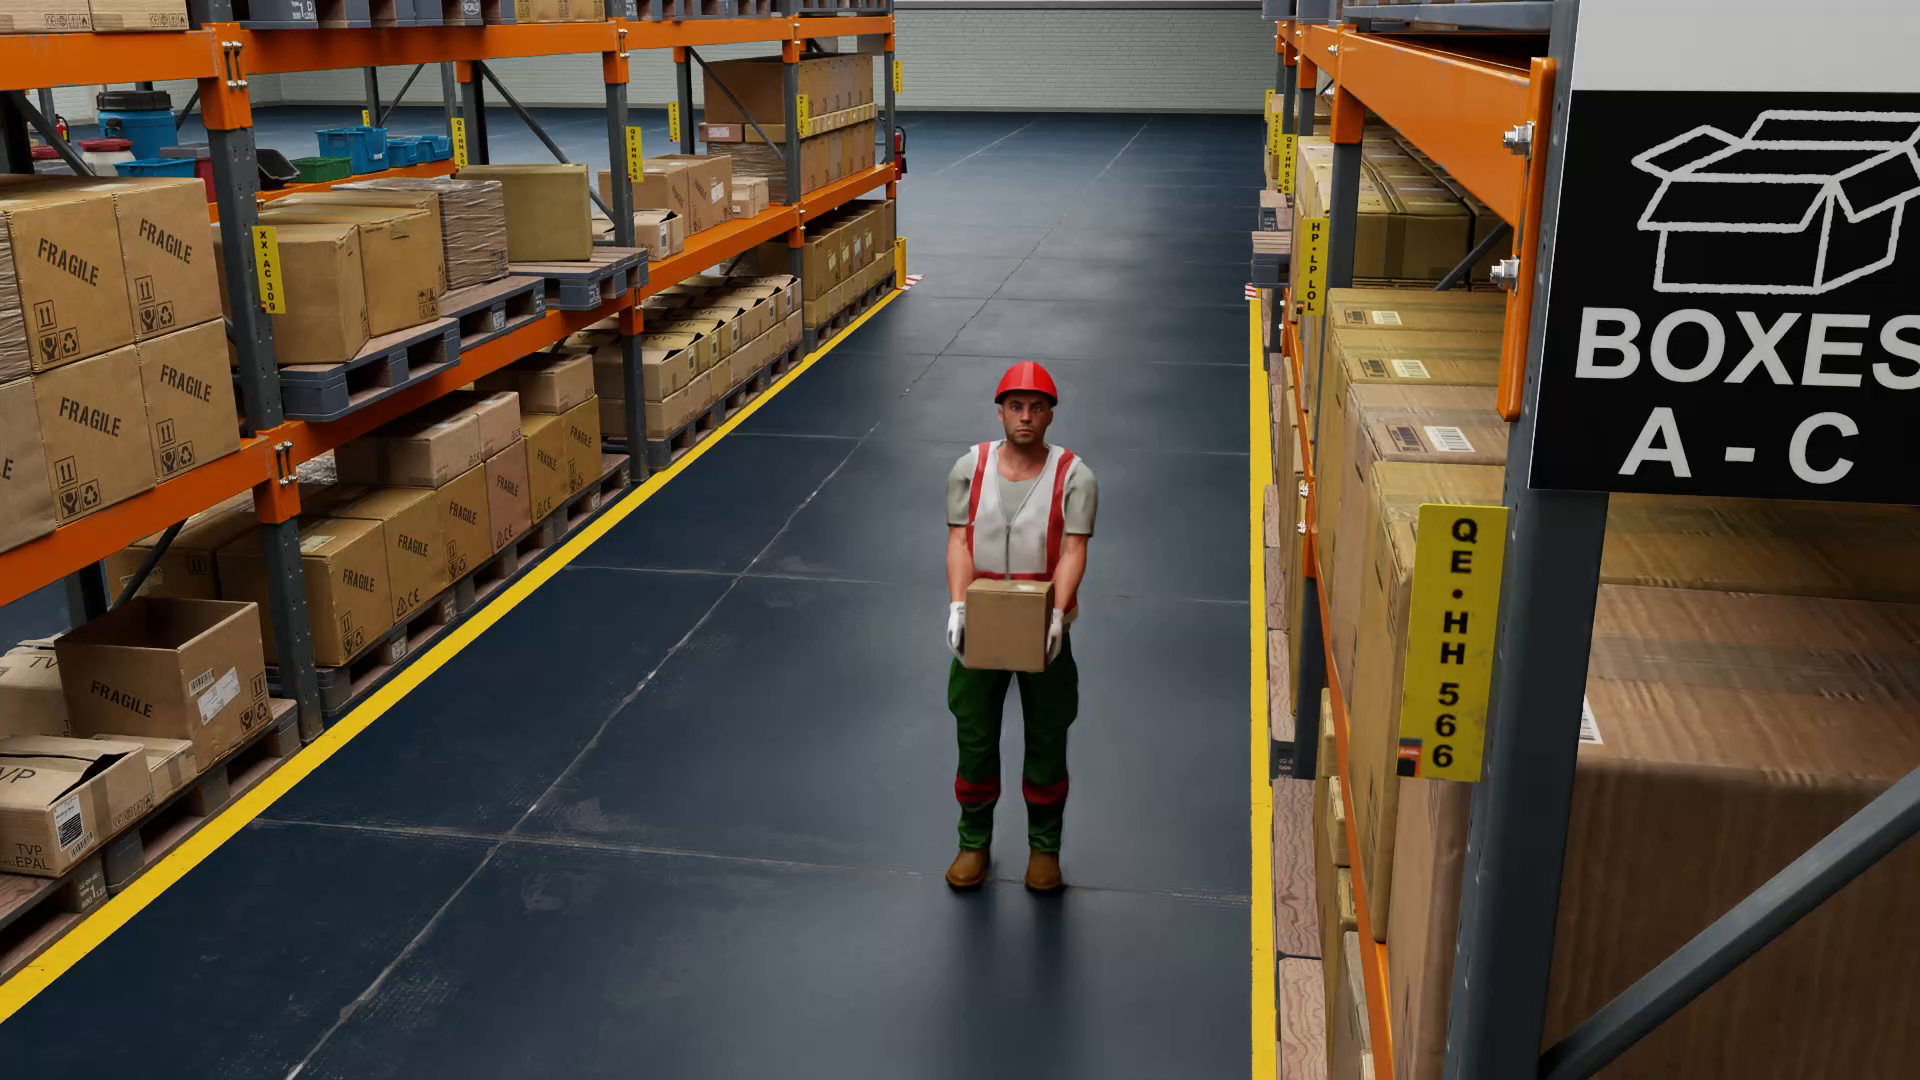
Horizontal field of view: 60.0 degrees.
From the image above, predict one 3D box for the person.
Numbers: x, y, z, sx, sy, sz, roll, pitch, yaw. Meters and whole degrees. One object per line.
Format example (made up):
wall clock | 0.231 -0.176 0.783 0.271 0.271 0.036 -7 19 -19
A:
person | 0.177 0.321 5.502 0.497 1.792 0.556 3 18 9
